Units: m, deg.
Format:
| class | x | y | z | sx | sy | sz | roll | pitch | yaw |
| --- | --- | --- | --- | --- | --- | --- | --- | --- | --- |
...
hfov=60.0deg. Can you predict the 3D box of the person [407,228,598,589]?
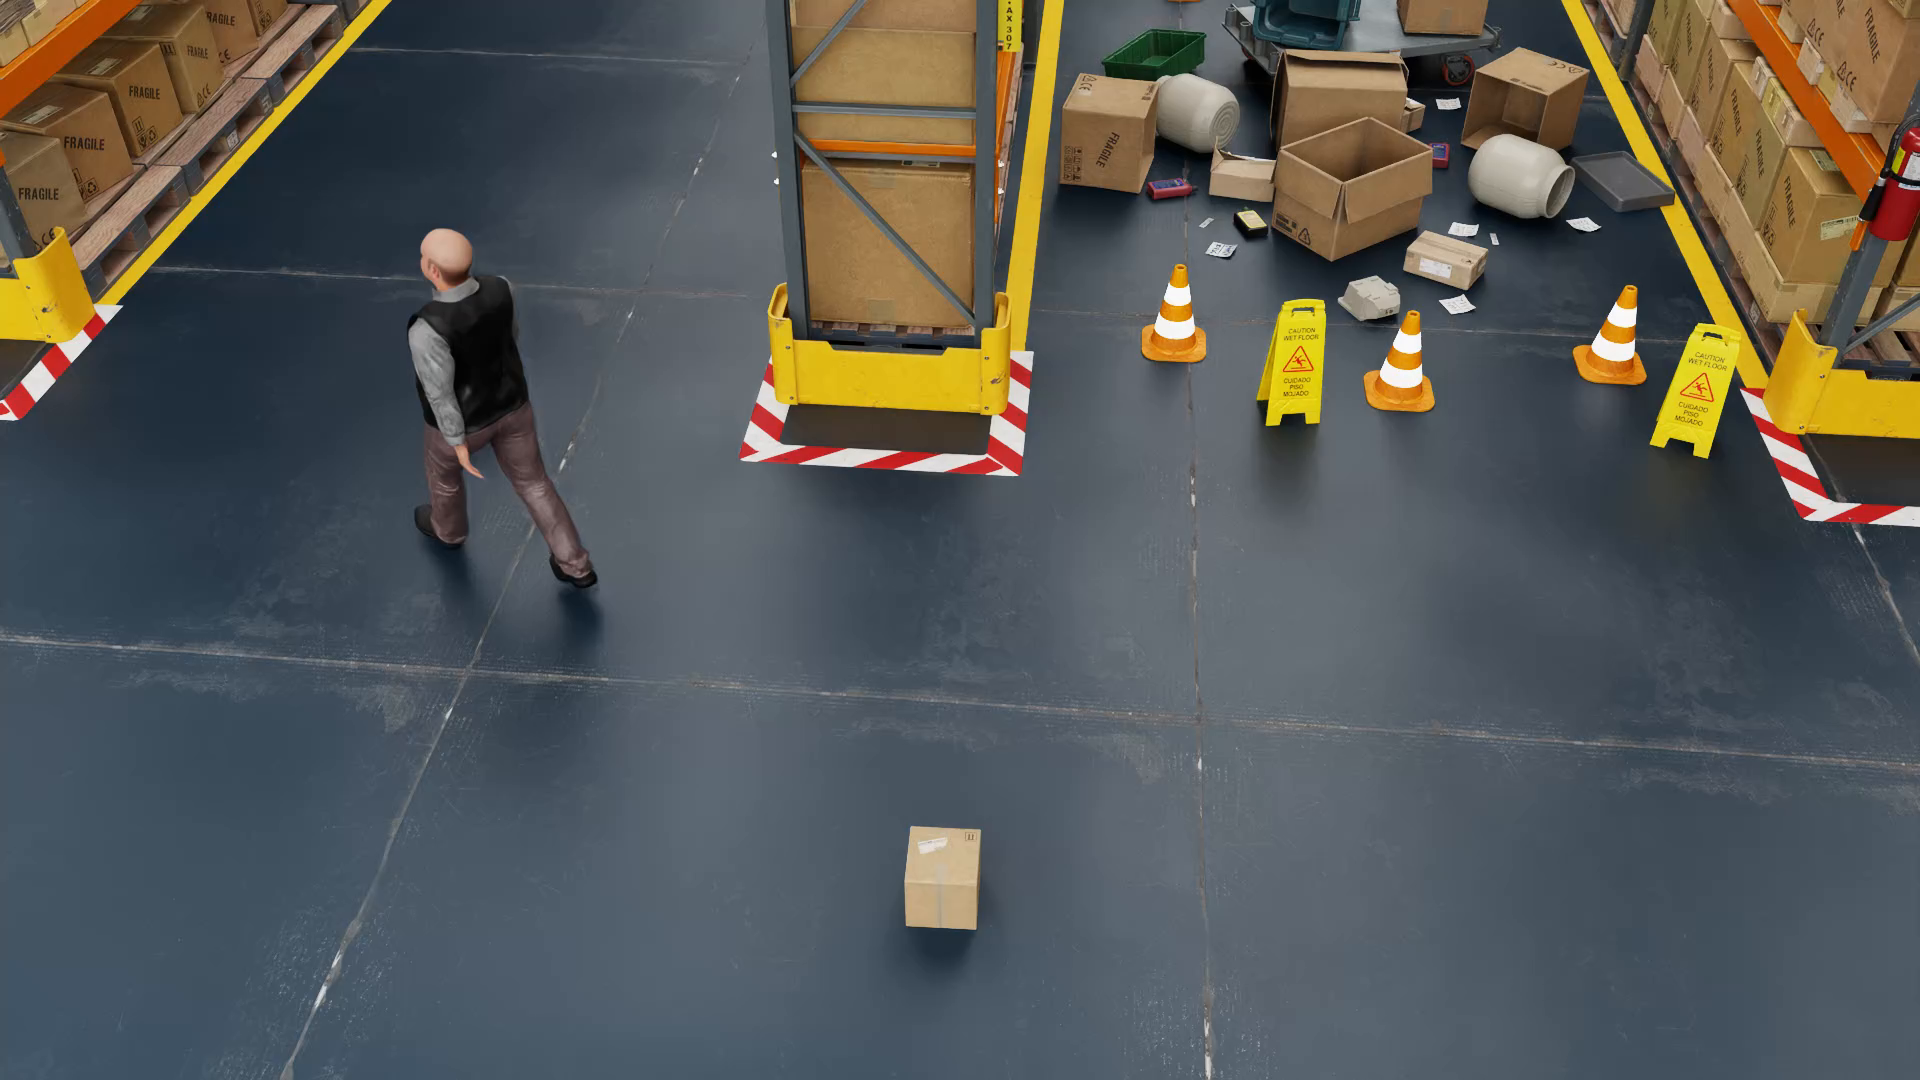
| class | x | y | z | sx | sy | sz | roll | pitch | yaw |
| --- | --- | --- | --- | --- | --- | --- | --- | --- | --- |
| person | -1.999 | -0.558 | 6.851 | 1.030 | 1.675 | 0.535 | 31 | 49 | 32 |
